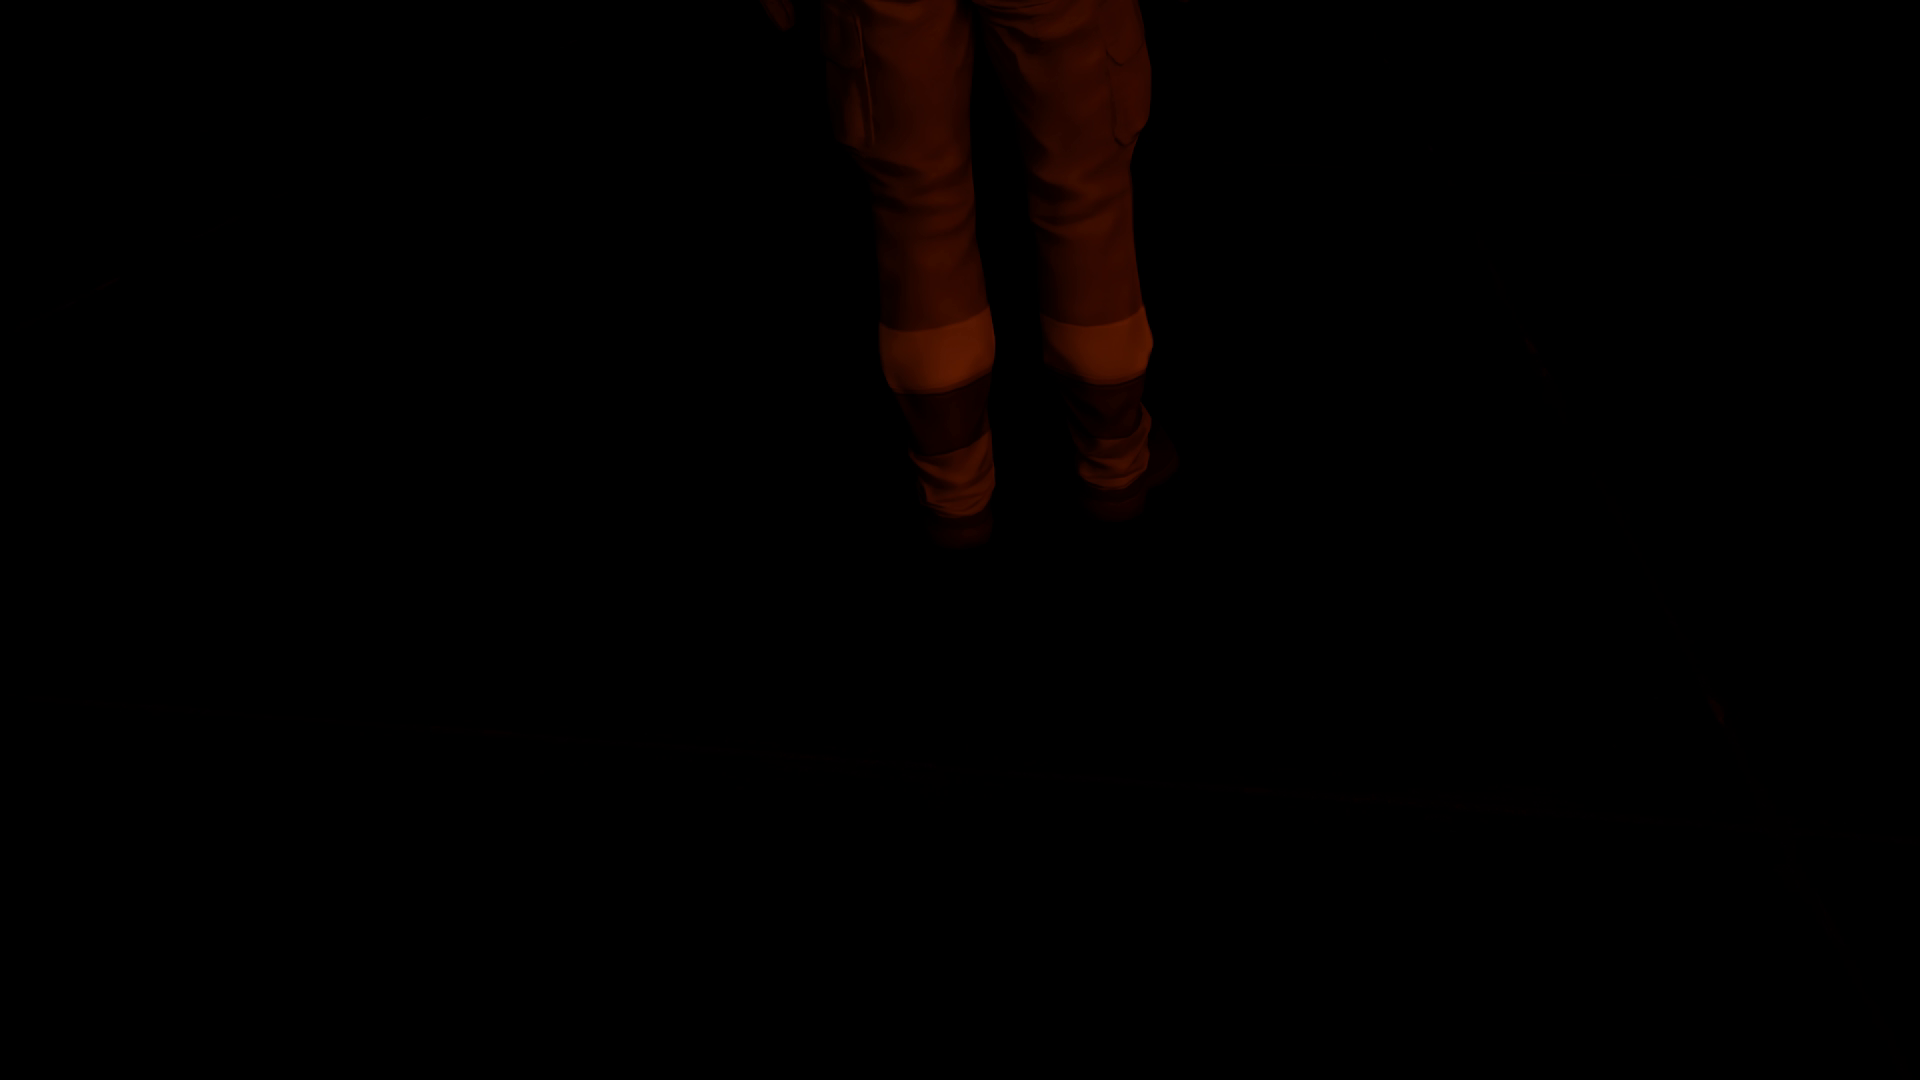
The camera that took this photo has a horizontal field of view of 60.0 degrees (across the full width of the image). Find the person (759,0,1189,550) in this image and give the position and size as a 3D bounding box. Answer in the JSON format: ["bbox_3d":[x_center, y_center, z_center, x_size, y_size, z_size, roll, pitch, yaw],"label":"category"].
[{"bbox_3d":[0.023,-0.842,2.167,0.637,1.787,0.564,3,27,7],"label":"person"}]
